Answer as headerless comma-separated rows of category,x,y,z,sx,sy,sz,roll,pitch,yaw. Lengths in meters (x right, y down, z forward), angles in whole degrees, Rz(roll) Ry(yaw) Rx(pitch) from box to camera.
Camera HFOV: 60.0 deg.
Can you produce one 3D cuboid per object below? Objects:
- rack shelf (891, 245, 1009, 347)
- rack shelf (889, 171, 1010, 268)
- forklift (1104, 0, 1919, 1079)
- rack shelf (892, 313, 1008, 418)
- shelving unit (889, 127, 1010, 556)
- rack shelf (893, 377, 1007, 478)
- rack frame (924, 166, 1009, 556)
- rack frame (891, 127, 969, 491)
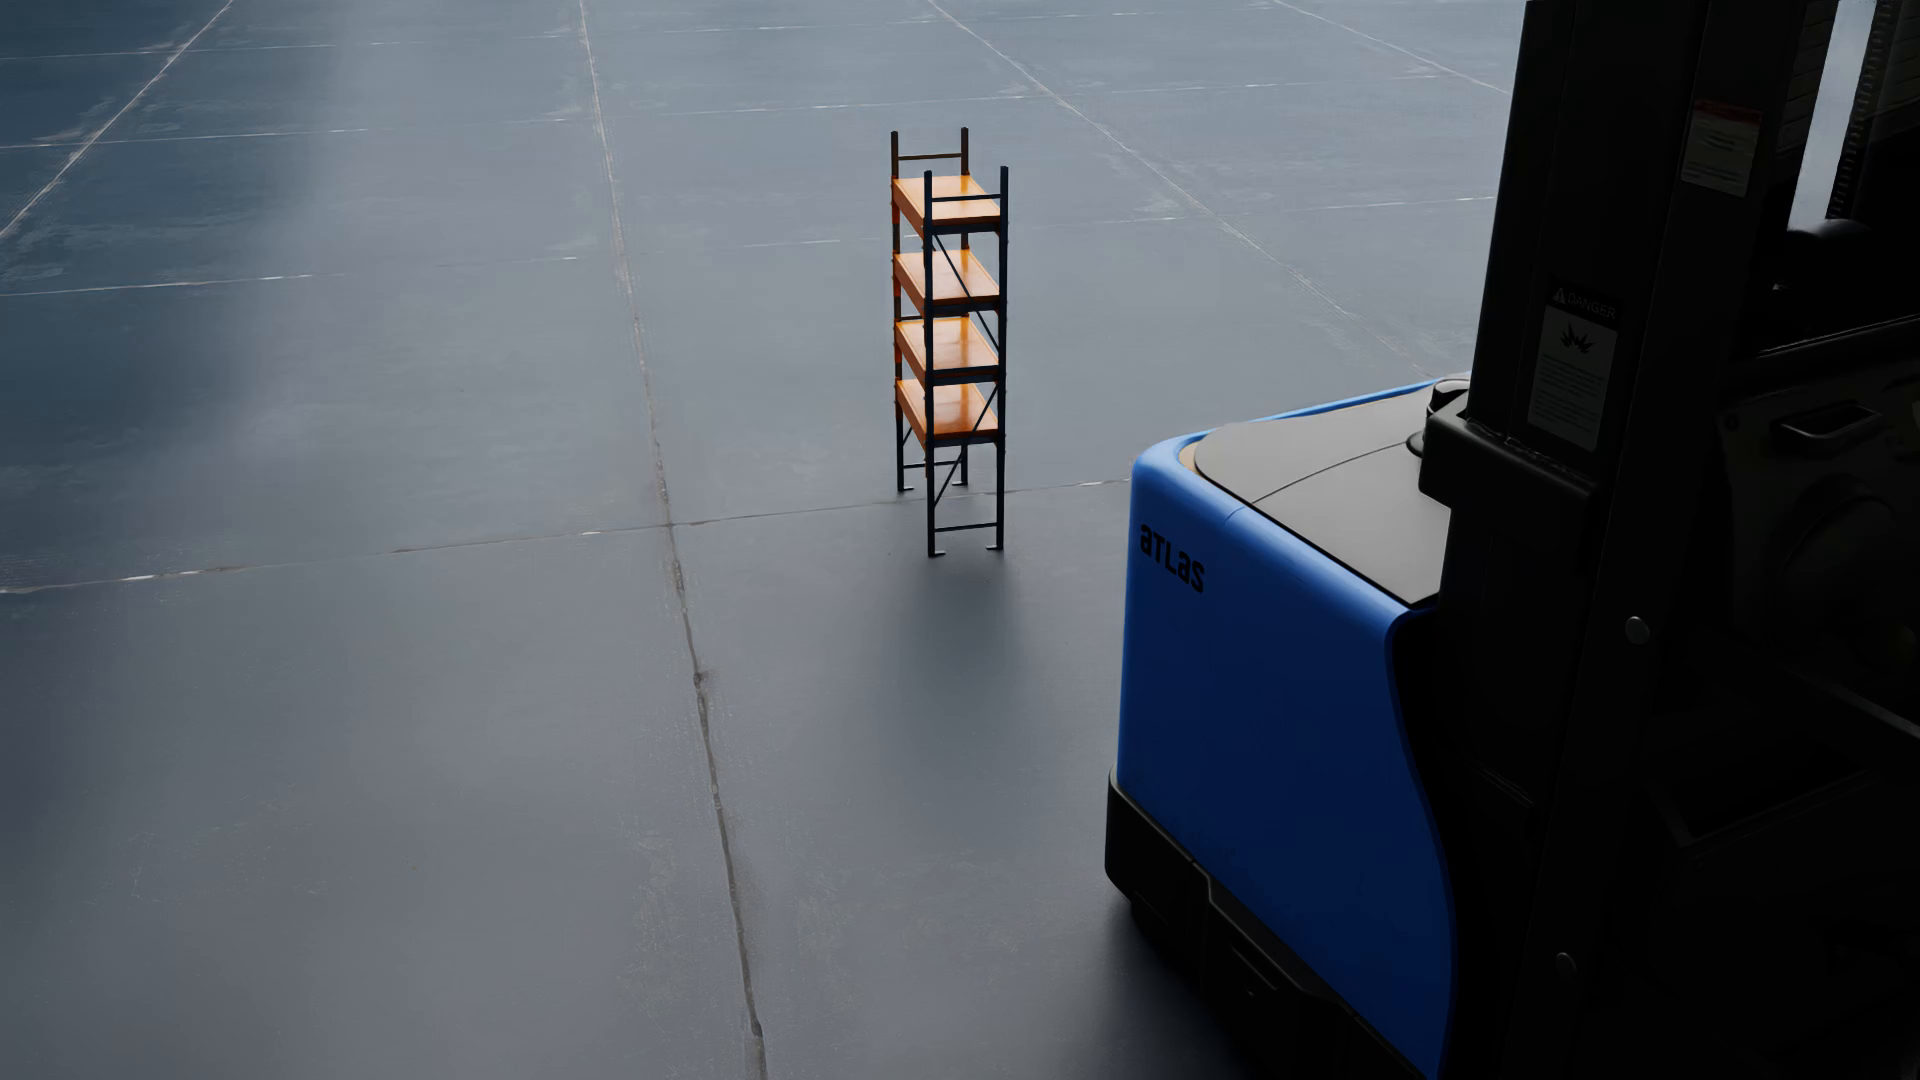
rack shelf,-0.037,-0.748,5.053,0.258,0.148,0.480,-6,27,-12
rack shelf,-0.037,-0.959,4.947,0.258,0.148,0.480,-6,27,-12
forklift,1.453,-0.051,2.098,1.130,2.935,3.031,-13,30,-25
rack shelf,-0.037,-0.548,5.154,0.258,0.148,0.480,-6,27,-12
shelving unit,-0.037,-0.608,5.124,0.258,1.200,0.503,-6,27,-12
rack shelf,-0.037,-0.371,5.243,0.258,0.148,0.480,-6,27,-12
rack frame,0.018,-0.501,4.911,0.240,1.200,0.015,-6,27,-12
rack frame,-0.092,-0.715,5.336,0.240,1.200,0.015,-6,27,-12
